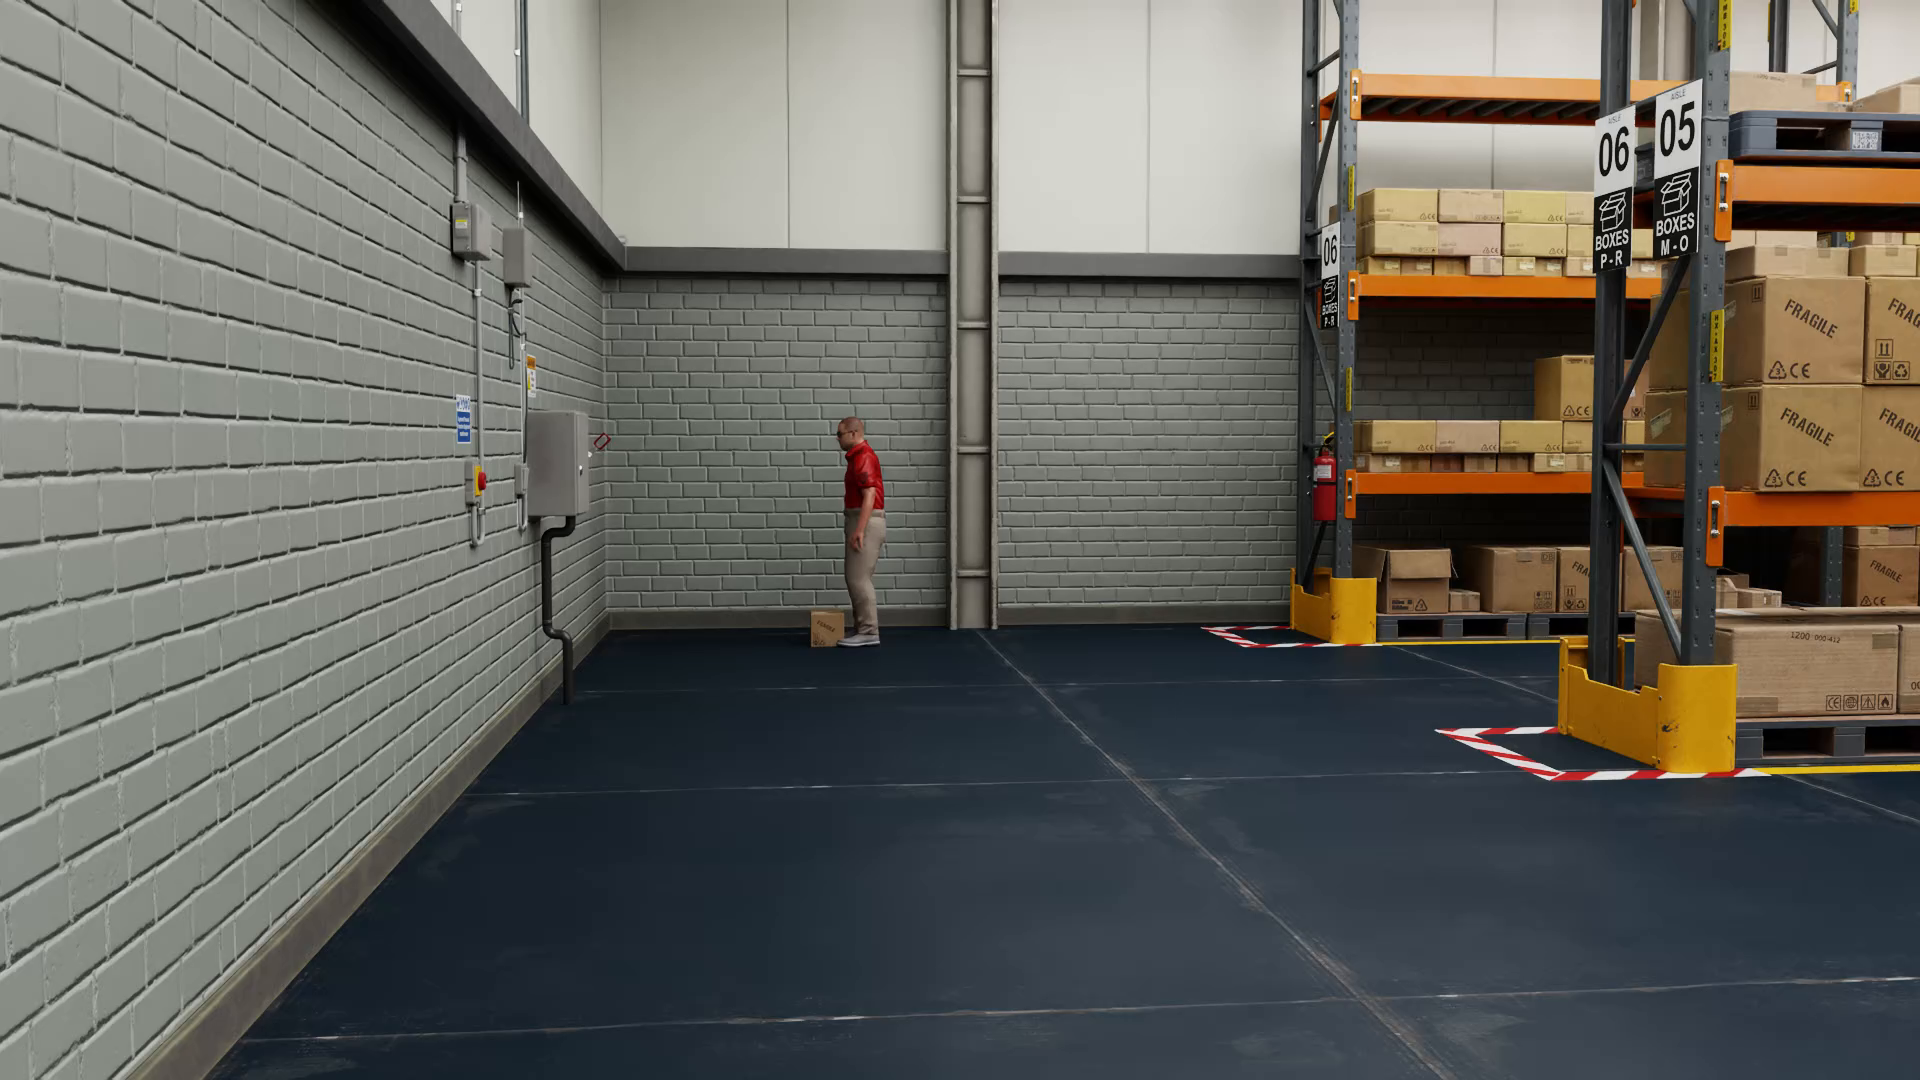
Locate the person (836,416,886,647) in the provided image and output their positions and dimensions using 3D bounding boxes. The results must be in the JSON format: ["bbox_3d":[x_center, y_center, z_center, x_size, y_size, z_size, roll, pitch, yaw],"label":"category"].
[{"bbox_3d":[-0.757,-0.070,12.593,0.389,1.726,0.588,0,3,-7],"label":"person"}]
